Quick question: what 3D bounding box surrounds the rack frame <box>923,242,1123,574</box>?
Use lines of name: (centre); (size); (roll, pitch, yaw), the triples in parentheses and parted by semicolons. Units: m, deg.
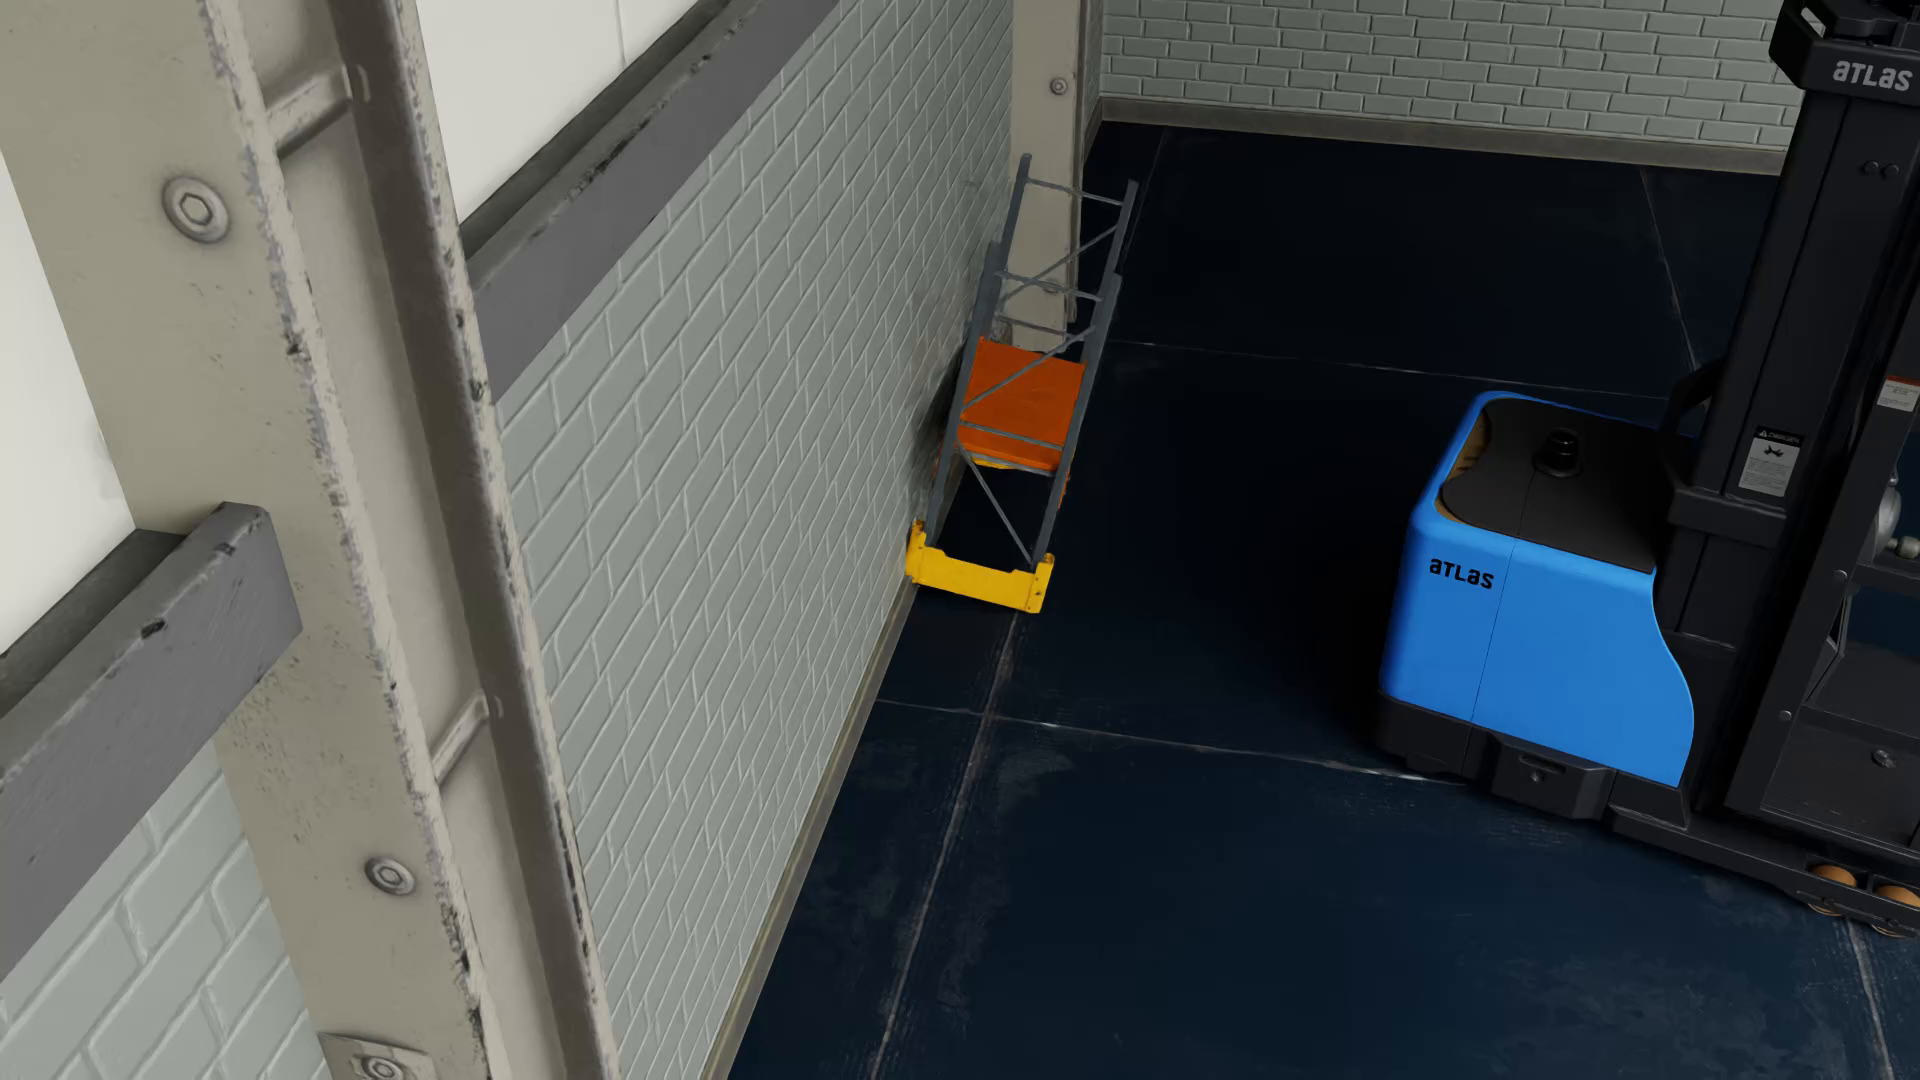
rack frame: (0.197, -0.401, 6.439); (0.500, 1.500, 0.032); (14, 32, 1)

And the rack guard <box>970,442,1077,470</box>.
rack guard: (0.220, -0.404, 7.616); (0.587, 0.250, 0.087); (14, 32, 1)

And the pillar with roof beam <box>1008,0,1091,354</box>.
pillar with roof beam: (4.634, -4.195, 5.370); (9.100, 9.000, 0.400); (7, 37, 10)

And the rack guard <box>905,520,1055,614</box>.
rack guard: (0.072, 0.110, 6.776); (0.587, 0.250, 0.087); (14, 32, 1)

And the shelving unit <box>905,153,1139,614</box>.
shelving unit: (0.272, -0.659, 6.860); (0.587, 1.500, 1.083); (14, 32, 1)

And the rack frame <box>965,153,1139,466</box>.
rack frame: (0.349, -0.926, 7.296); (0.500, 1.500, 0.032); (14, 32, 1)

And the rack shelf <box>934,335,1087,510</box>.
rack shelf: (0.237, -0.516, 6.964); (0.538, 0.185, 1.000); (14, 32, 1)

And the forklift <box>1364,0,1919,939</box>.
forklift: (3.042, -0.245, 5.090); (3.031, 2.935, 1.130); (17, 39, 22)
